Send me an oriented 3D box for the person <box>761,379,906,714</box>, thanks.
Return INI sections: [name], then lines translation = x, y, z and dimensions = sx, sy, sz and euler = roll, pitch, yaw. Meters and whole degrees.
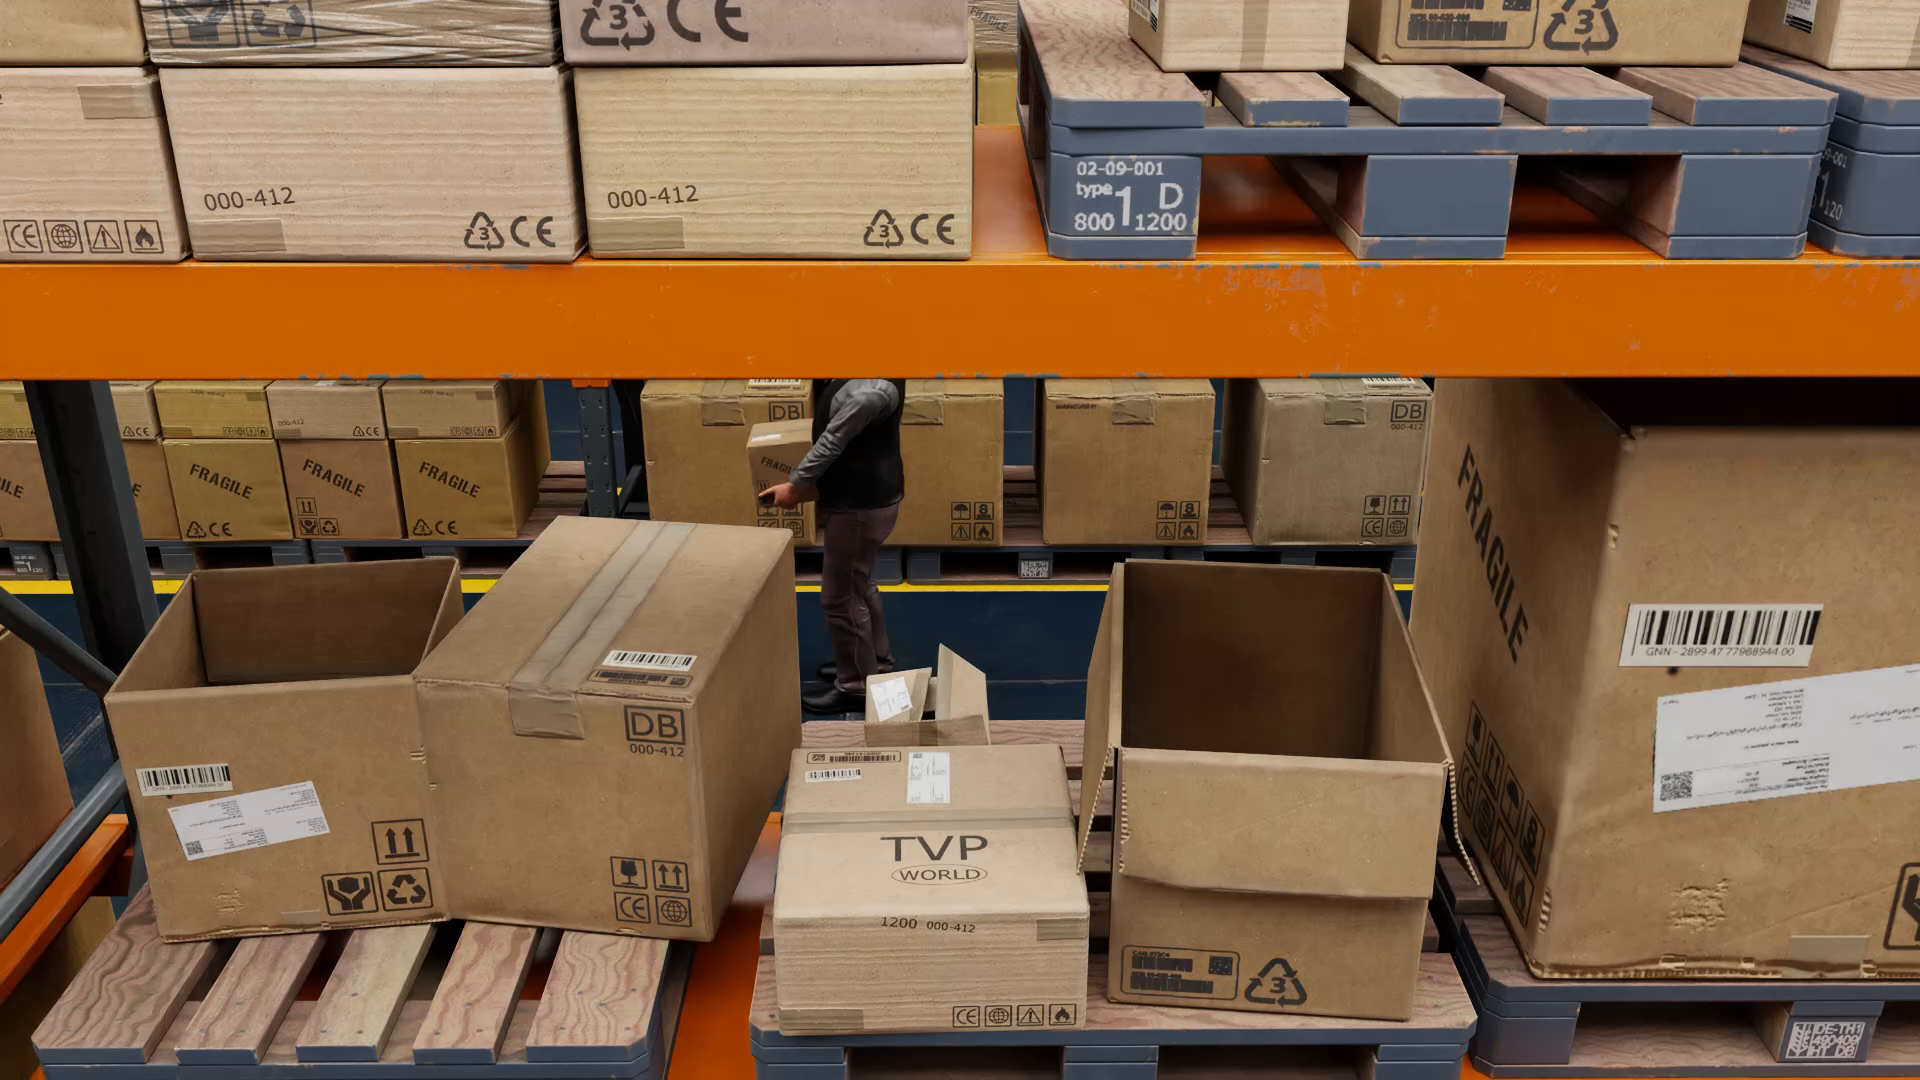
[person]
translation = -0.482, -0.148, 6.464
dimensions = 0.547, 1.722, 0.508
euler = 0, 24, -1
